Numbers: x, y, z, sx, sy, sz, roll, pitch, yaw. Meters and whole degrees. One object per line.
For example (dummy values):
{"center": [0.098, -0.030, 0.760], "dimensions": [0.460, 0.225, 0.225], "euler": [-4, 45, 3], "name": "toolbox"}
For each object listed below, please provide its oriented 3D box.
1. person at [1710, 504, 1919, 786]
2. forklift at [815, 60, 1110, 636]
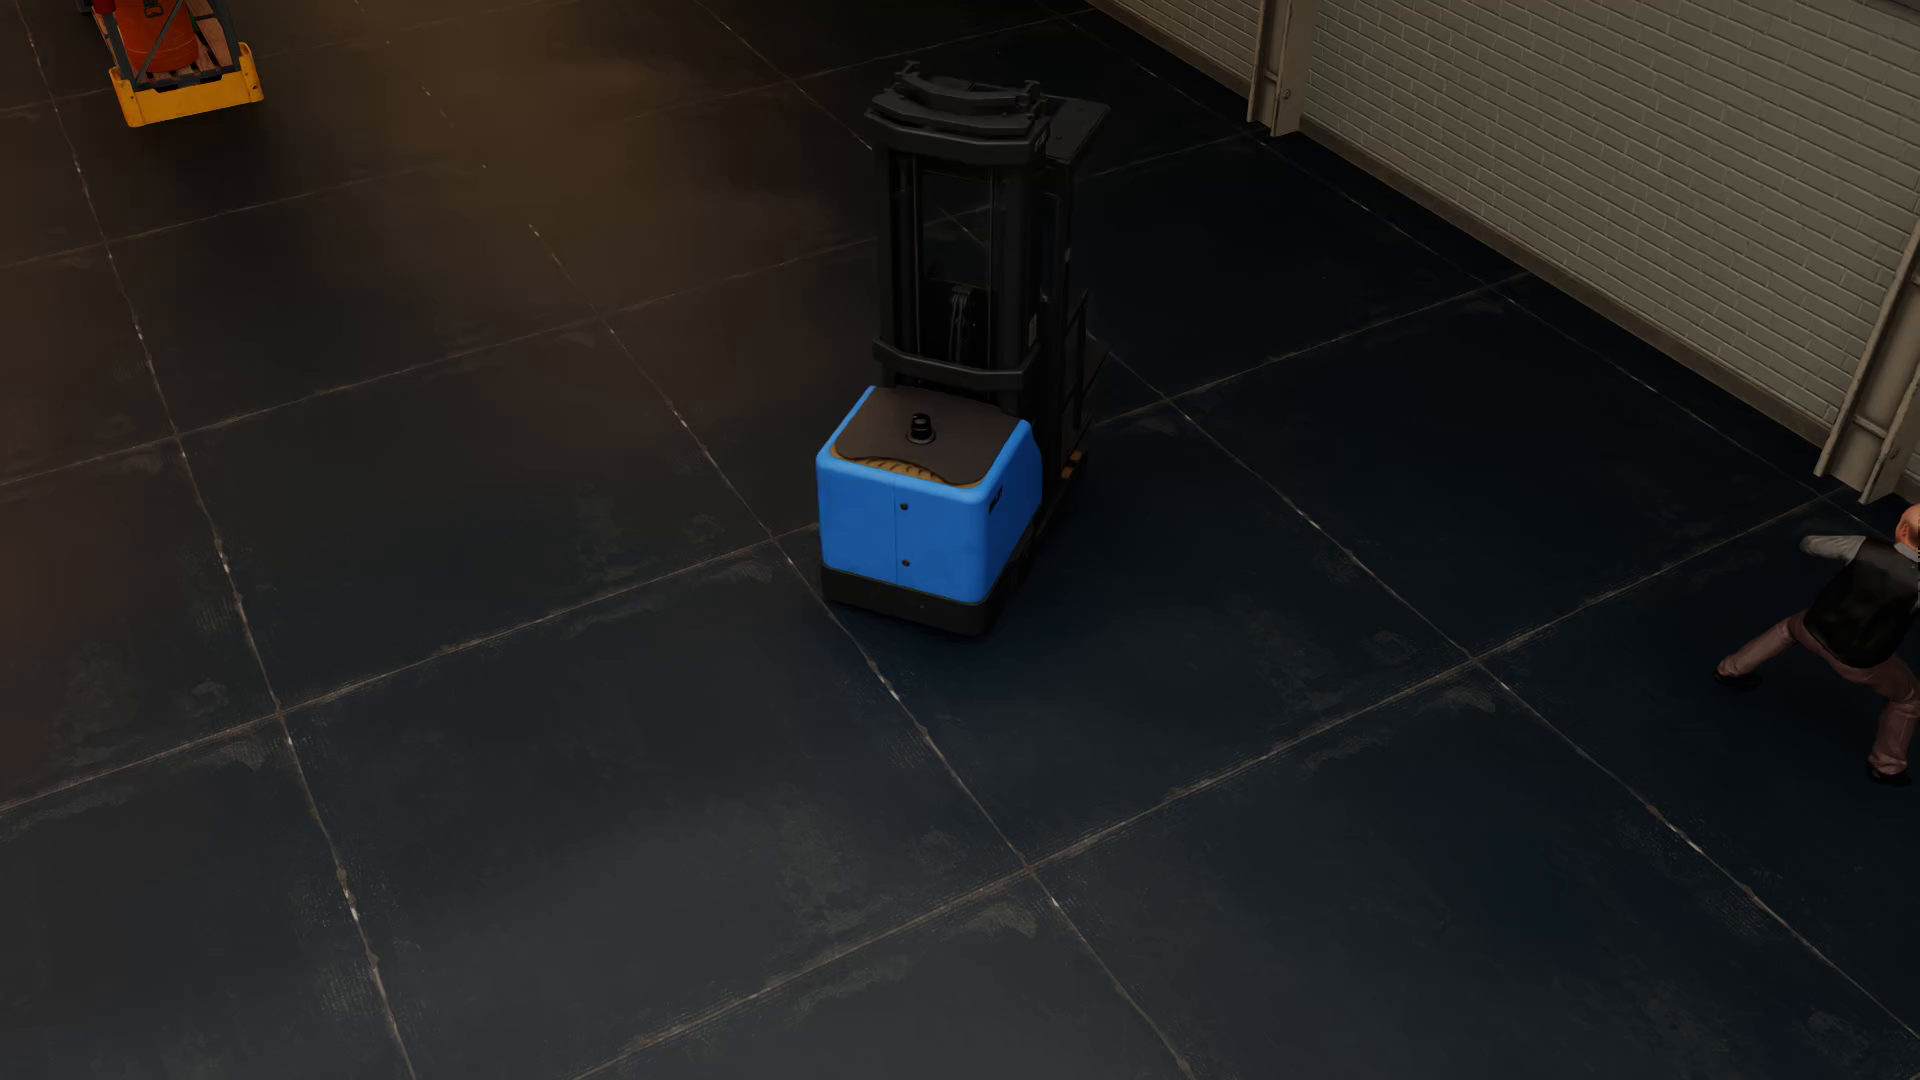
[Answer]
{"center": [4.646, 0.532, 8.533], "dimensions": [0.533, 1.623, 1.160], "euler": [-20, 44, -22], "name": "person"}
{"center": [0.188, -1.524, 9.873], "dimensions": [1.130, 2.935, 3.031], "euler": [14, 42, 16], "name": "forklift"}
